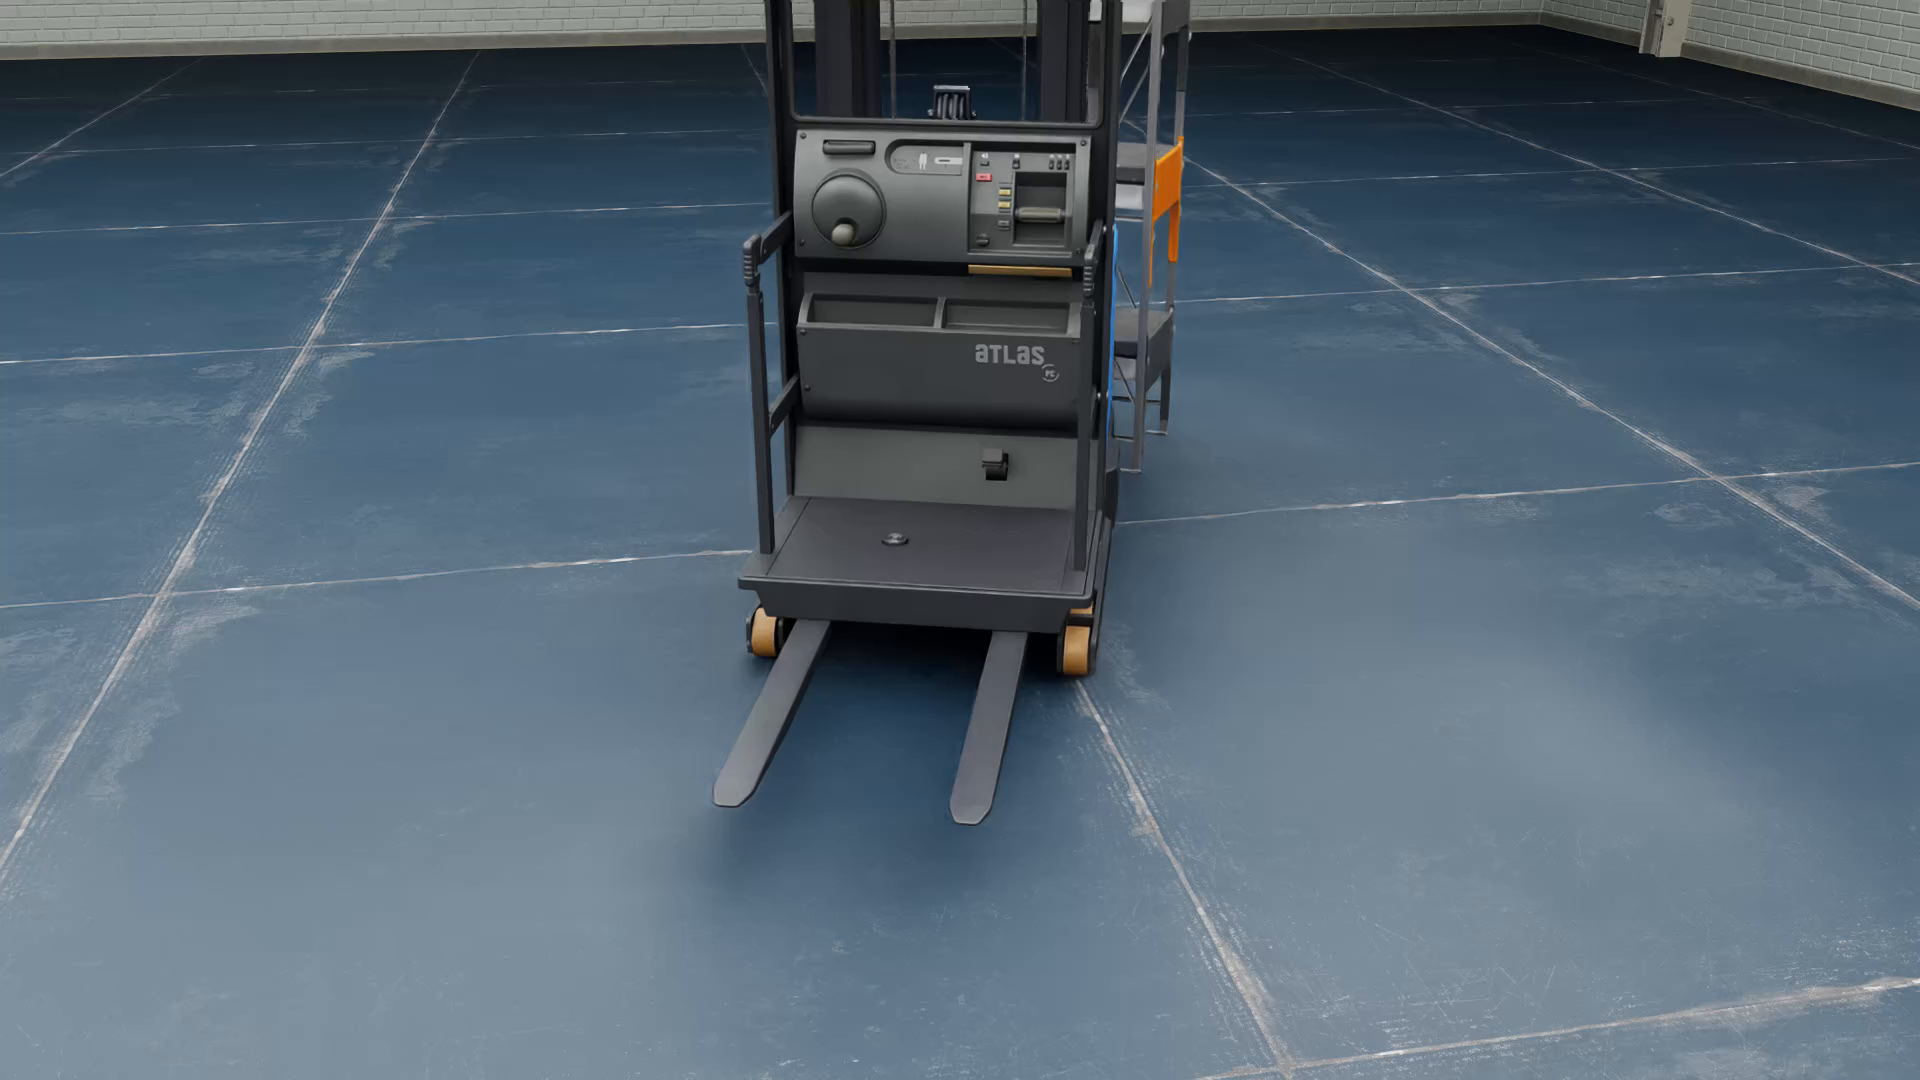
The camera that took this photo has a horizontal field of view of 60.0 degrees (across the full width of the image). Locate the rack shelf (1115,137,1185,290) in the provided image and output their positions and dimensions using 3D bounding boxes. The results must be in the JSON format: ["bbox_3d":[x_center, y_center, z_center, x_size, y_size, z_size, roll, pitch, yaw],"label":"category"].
[{"bbox_3d":[0.639,-1.344,6.737,0.431,0.518,0.480,8,25,18],"label":"rack shelf"}]

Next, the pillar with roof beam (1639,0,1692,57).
[{"bbox_3d":[3.710,-9.310,16.323,9.100,9.000,0.400,-4,24,-10],"label":"pillar with roof beam"}]

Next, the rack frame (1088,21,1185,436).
[{"bbox_3d":[0.720,-1.448,6.943,0.400,2.100,0.015,8,25,18],"label":"rack frame"}]

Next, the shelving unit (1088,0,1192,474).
[{"bbox_3d":[0.639,-1.356,6.732,0.431,2.100,0.503,8,25,18],"label":"shelving unit"}]

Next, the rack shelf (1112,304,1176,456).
[{"bbox_3d":[0.639,-0.702,7.017,0.431,0.518,0.480,8,25,18],"label":"rack shelf"}]

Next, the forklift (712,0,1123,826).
[{"bbox_3d":[-0.086,-1.058,5.010,1.130,2.935,3.031,3,24,7],"label":"forklift"}]

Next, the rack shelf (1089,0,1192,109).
[{"bbox_3d":[0.639,-1.985,6.457,0.431,0.518,0.480,8,25,18],"label":"rack shelf"}]

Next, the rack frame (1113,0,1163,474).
[{"bbox_3d":[0.558,-1.264,6.521,0.400,2.100,0.015,8,25,18],"label":"rack frame"}]
